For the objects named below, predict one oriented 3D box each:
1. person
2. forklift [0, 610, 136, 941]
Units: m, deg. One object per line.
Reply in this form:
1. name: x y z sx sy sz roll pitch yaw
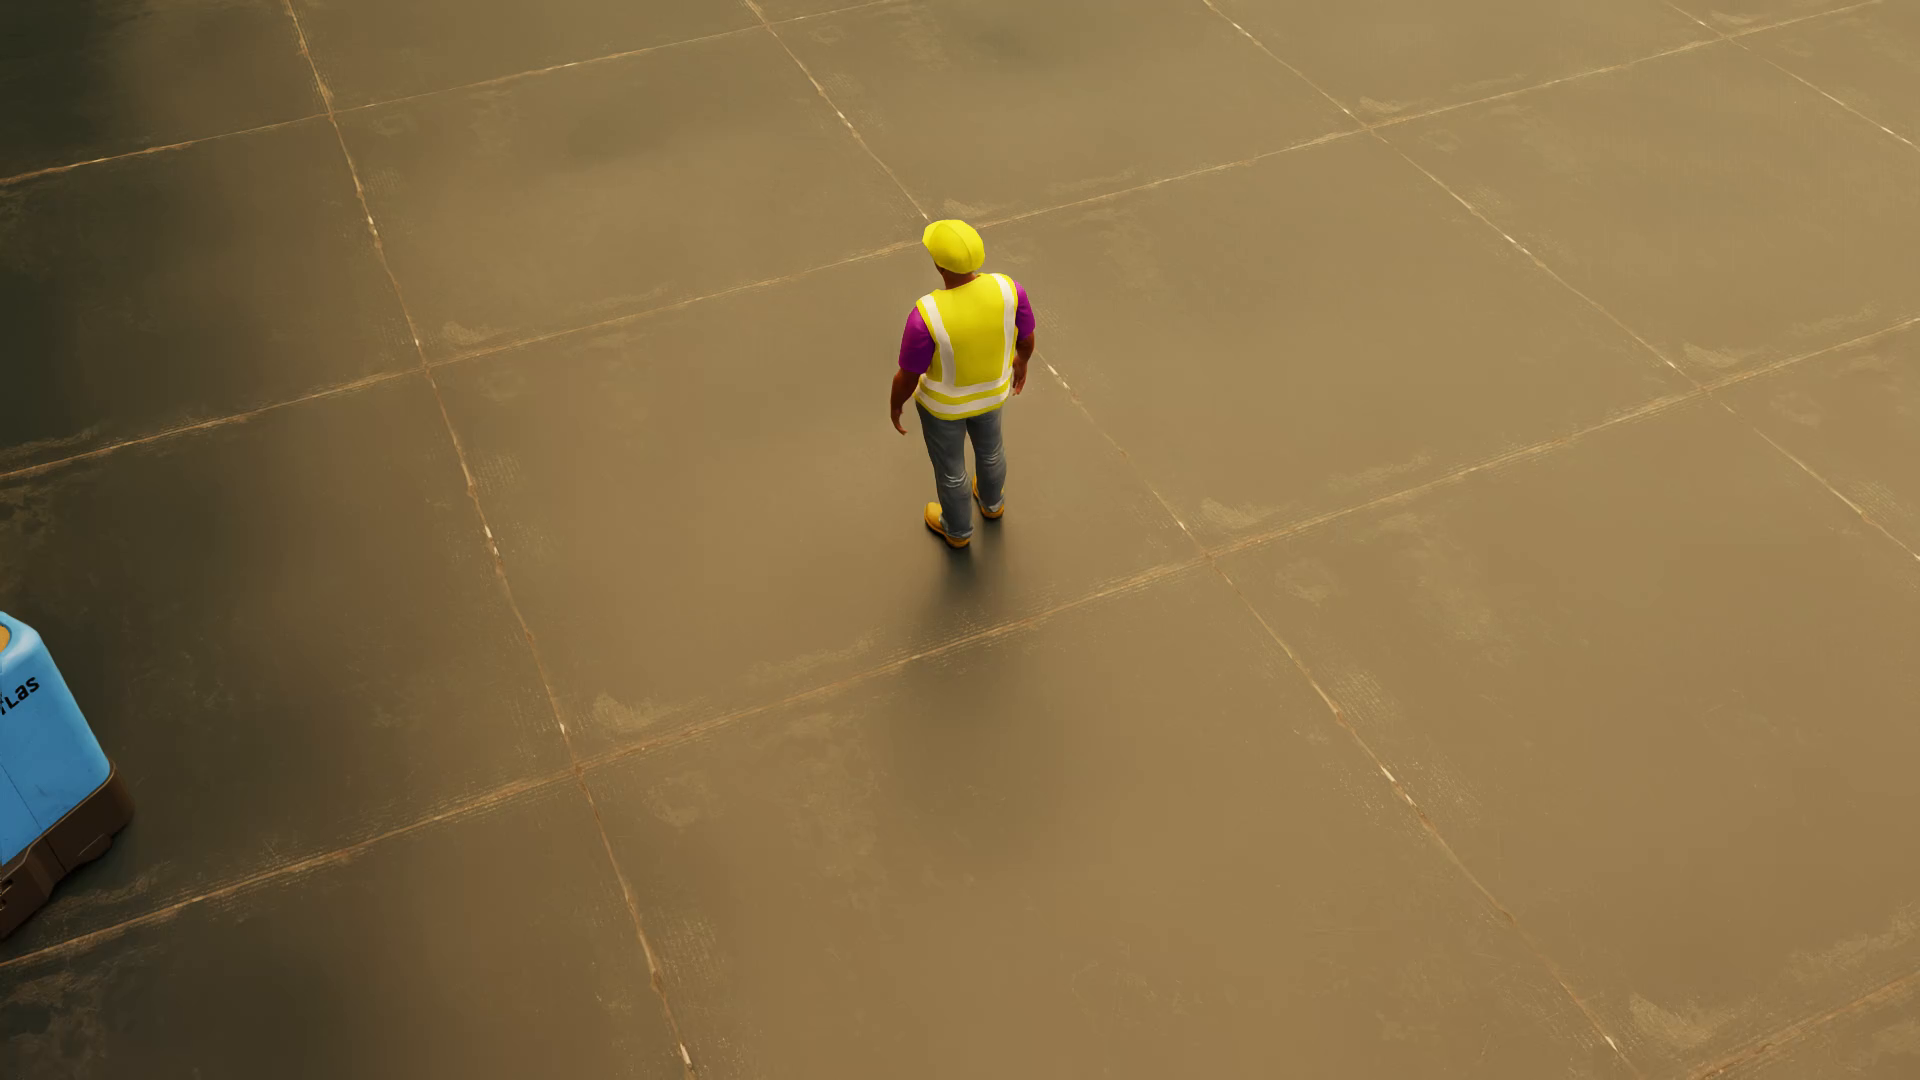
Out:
1. person: -0.023 -0.696 7.269 0.665 1.765 0.577 -18 46 -18
2. forklift: -4.436 0.748 4.878 1.130 2.935 3.031 22 47 22
